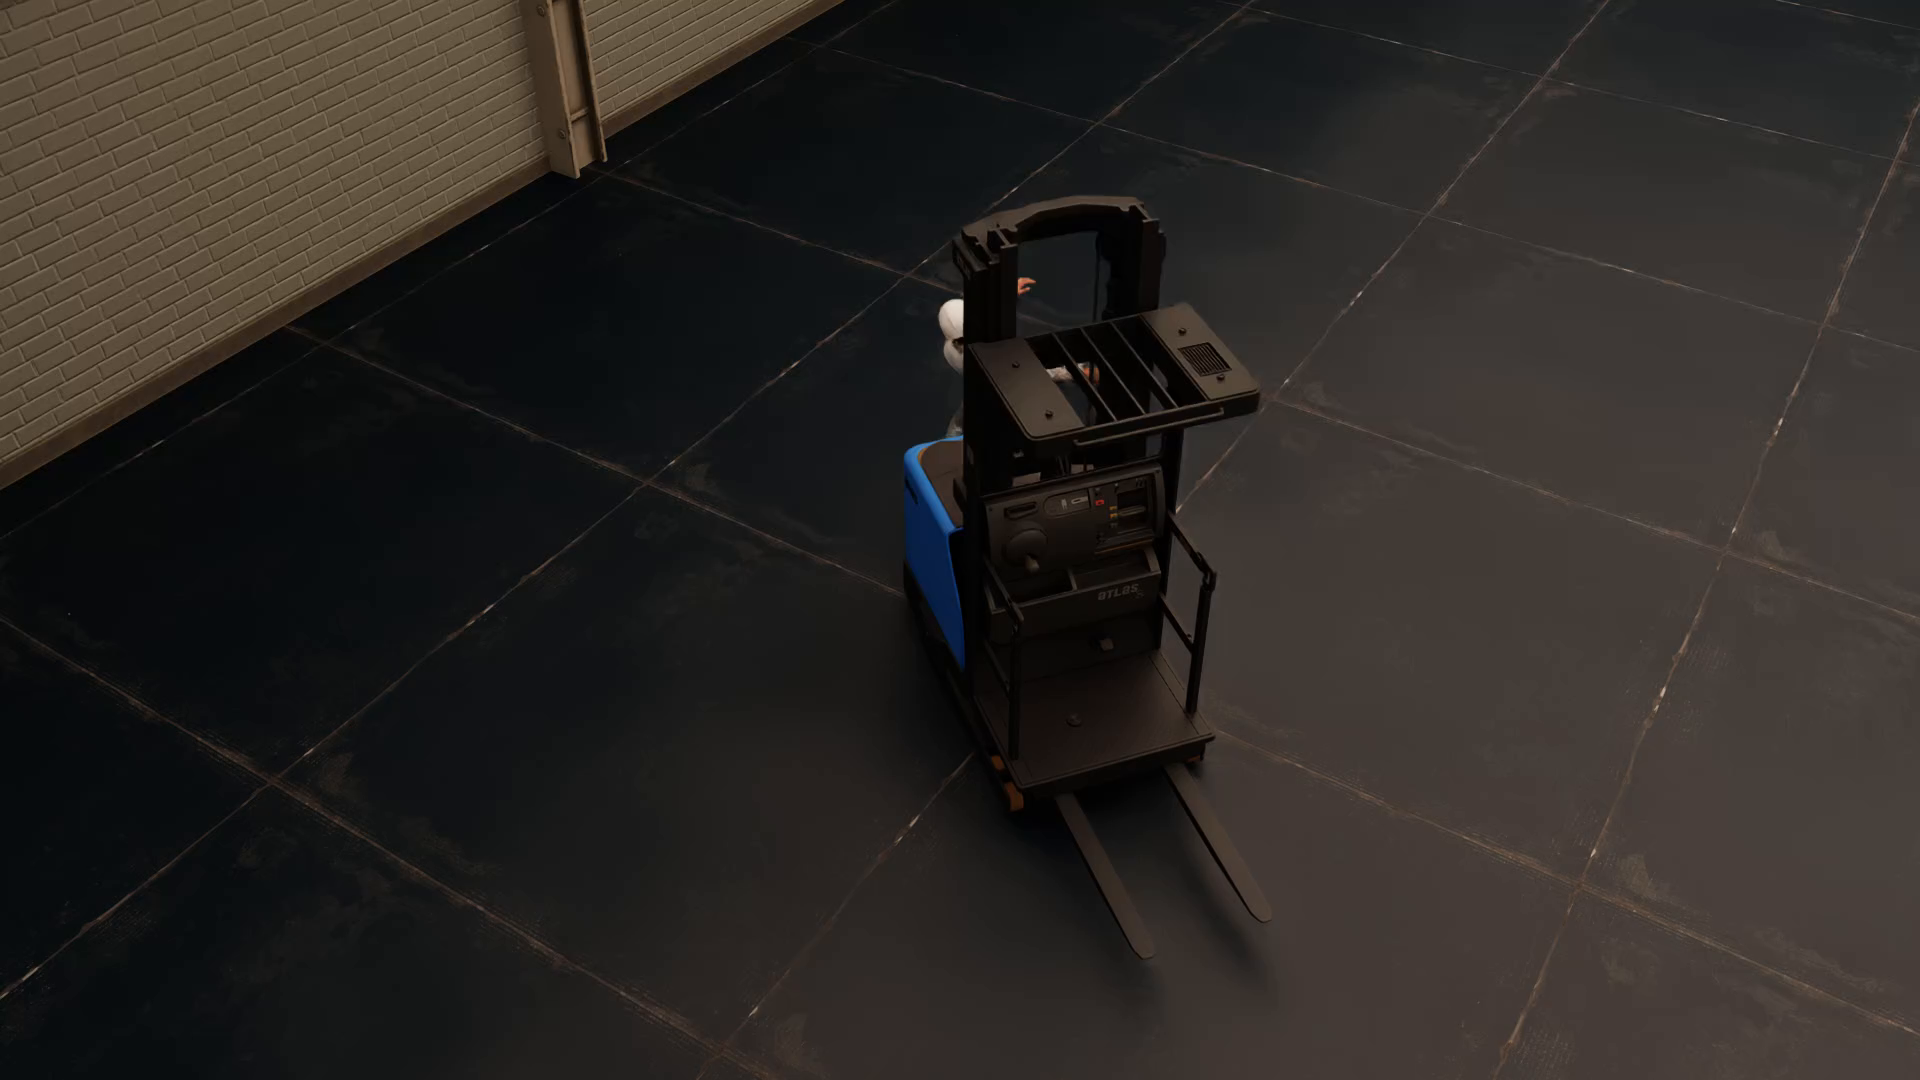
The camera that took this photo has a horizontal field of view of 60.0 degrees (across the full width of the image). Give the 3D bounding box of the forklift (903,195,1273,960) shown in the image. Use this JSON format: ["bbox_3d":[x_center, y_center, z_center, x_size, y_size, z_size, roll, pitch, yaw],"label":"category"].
[{"bbox_3d":[0.644,-0.020,7.990,1.130,2.935,3.031,-13,42,-15],"label":"forklift"}]

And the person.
[{"bbox_3d":[0.369,-0.822,10.030,1.024,1.540,0.730,17,43,19],"label":"person"}]
